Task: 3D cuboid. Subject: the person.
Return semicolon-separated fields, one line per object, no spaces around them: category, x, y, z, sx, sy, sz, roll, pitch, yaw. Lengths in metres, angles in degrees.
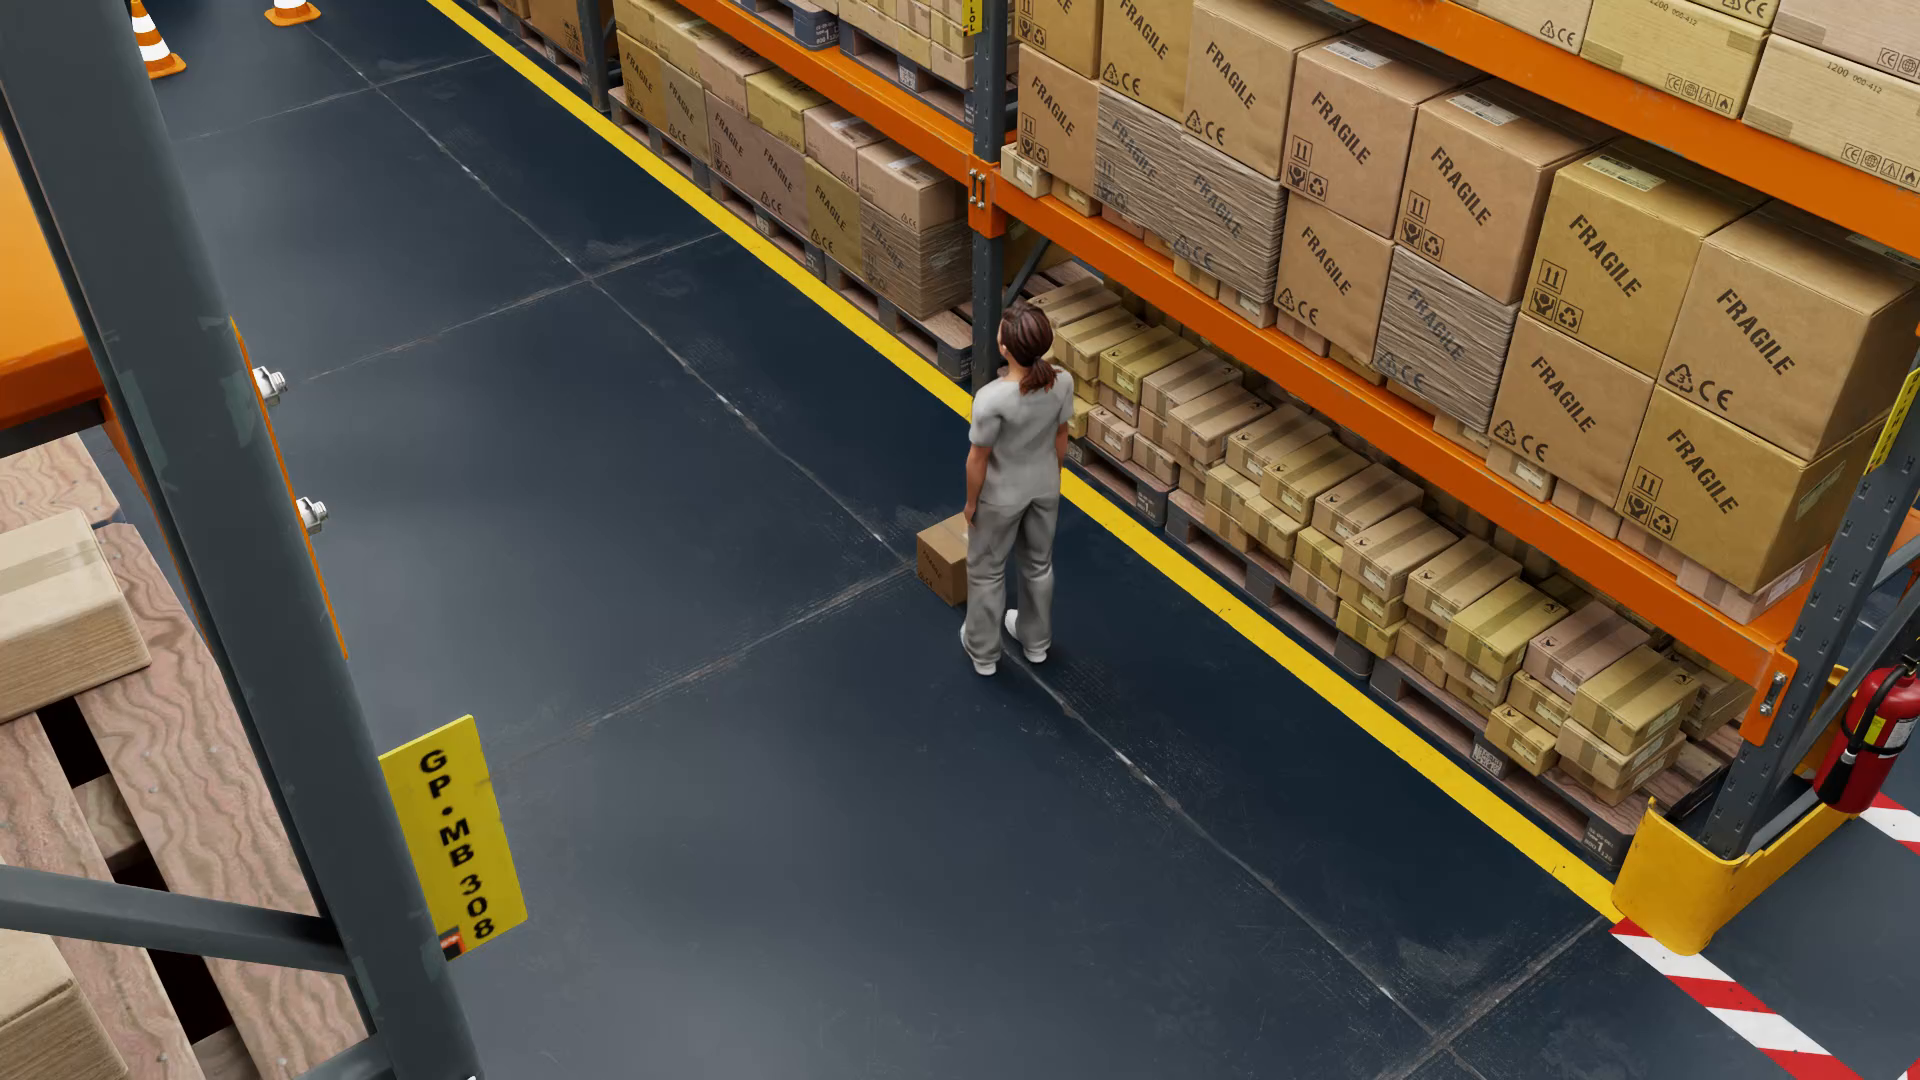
person;0.210;-0.188;6.378;0.438;1.671;0.385;-19;44;-21
